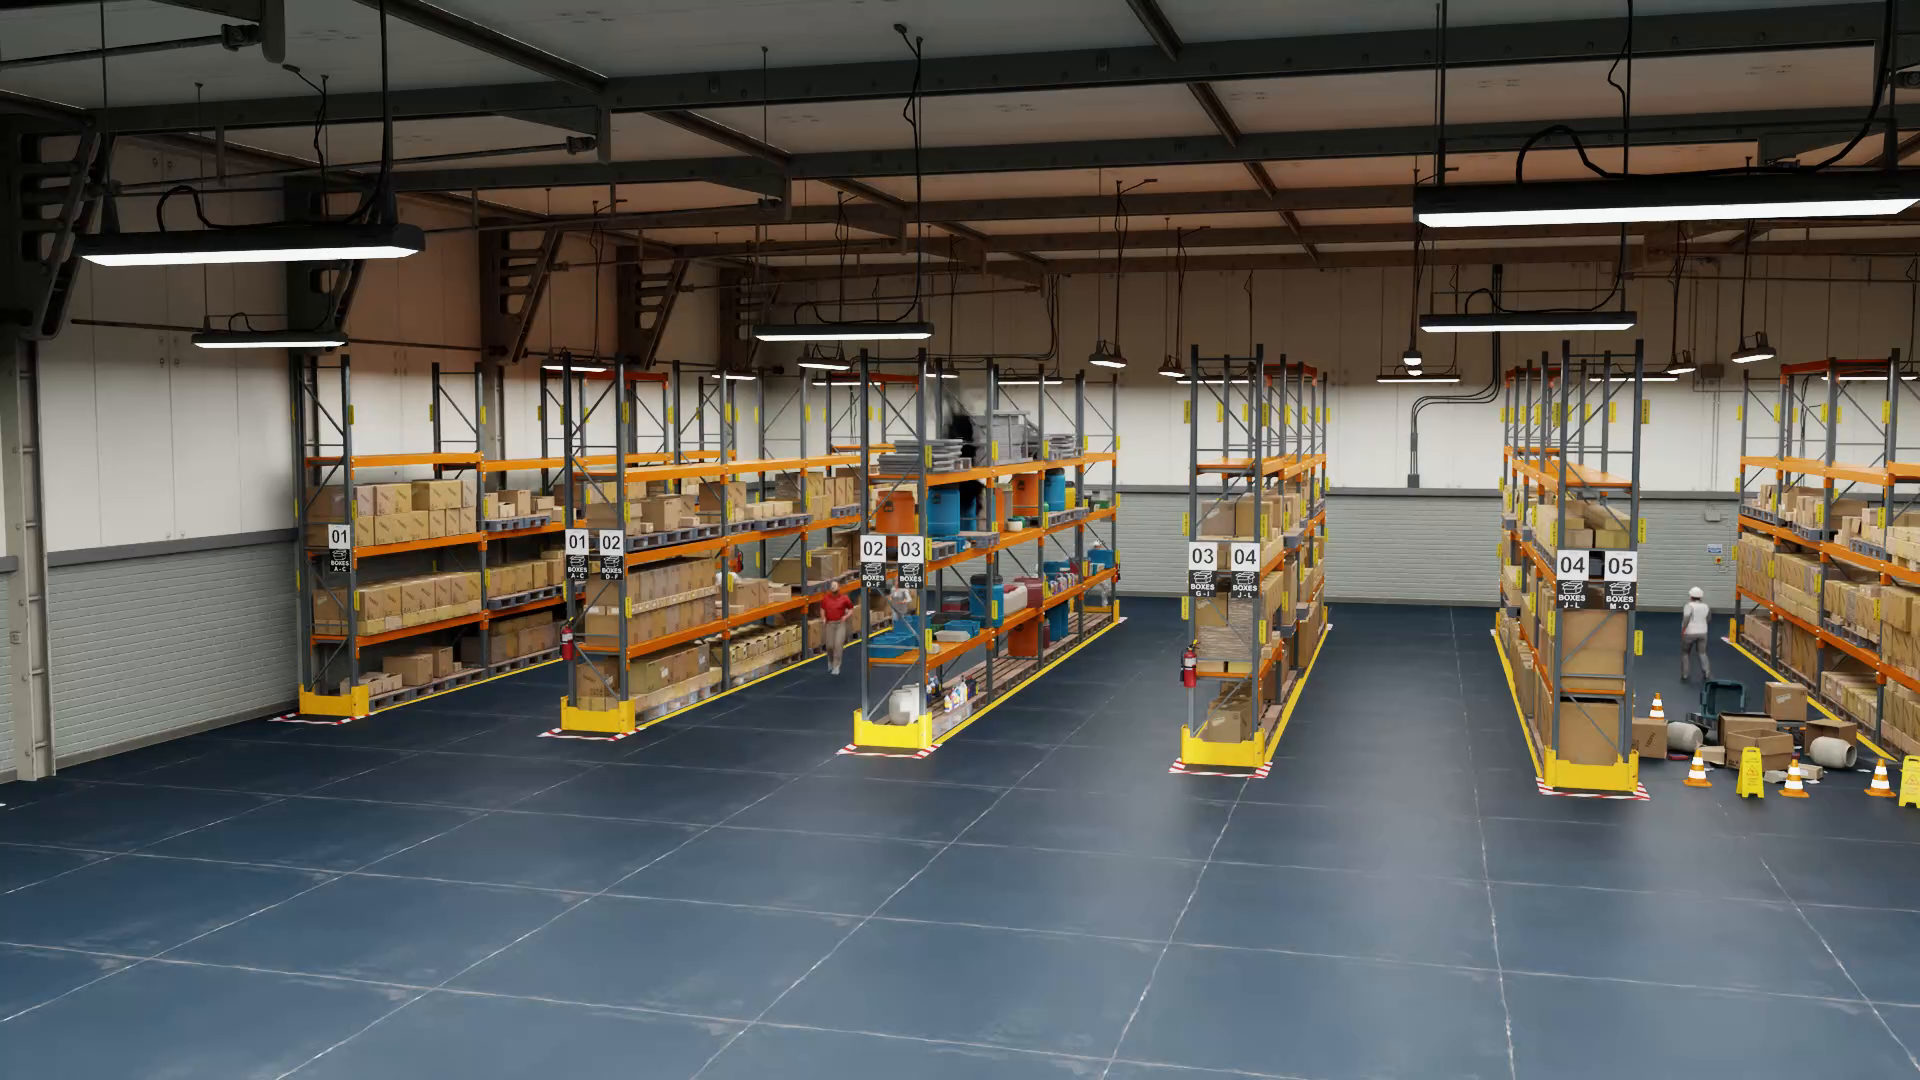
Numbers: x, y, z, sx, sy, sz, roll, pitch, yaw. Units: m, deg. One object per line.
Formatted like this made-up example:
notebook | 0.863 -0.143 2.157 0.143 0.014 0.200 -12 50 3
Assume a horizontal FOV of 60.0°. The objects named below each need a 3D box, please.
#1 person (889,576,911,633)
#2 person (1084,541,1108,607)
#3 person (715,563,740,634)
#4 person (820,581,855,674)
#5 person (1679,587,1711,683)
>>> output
person | -1.276 1.559 35.277 0.525 1.611 0.820 1 4 13
person | 3.474 0.907 43.155 0.764 1.775 0.910 4 6 41
person | -5.123 1.365 36.552 0.716 1.784 0.962 1 4 13
person | -2.264 1.600 30.425 0.653 1.709 0.572 1 4 8
person | 13.675 1.780 30.905 0.635 1.804 0.907 0 4 0
